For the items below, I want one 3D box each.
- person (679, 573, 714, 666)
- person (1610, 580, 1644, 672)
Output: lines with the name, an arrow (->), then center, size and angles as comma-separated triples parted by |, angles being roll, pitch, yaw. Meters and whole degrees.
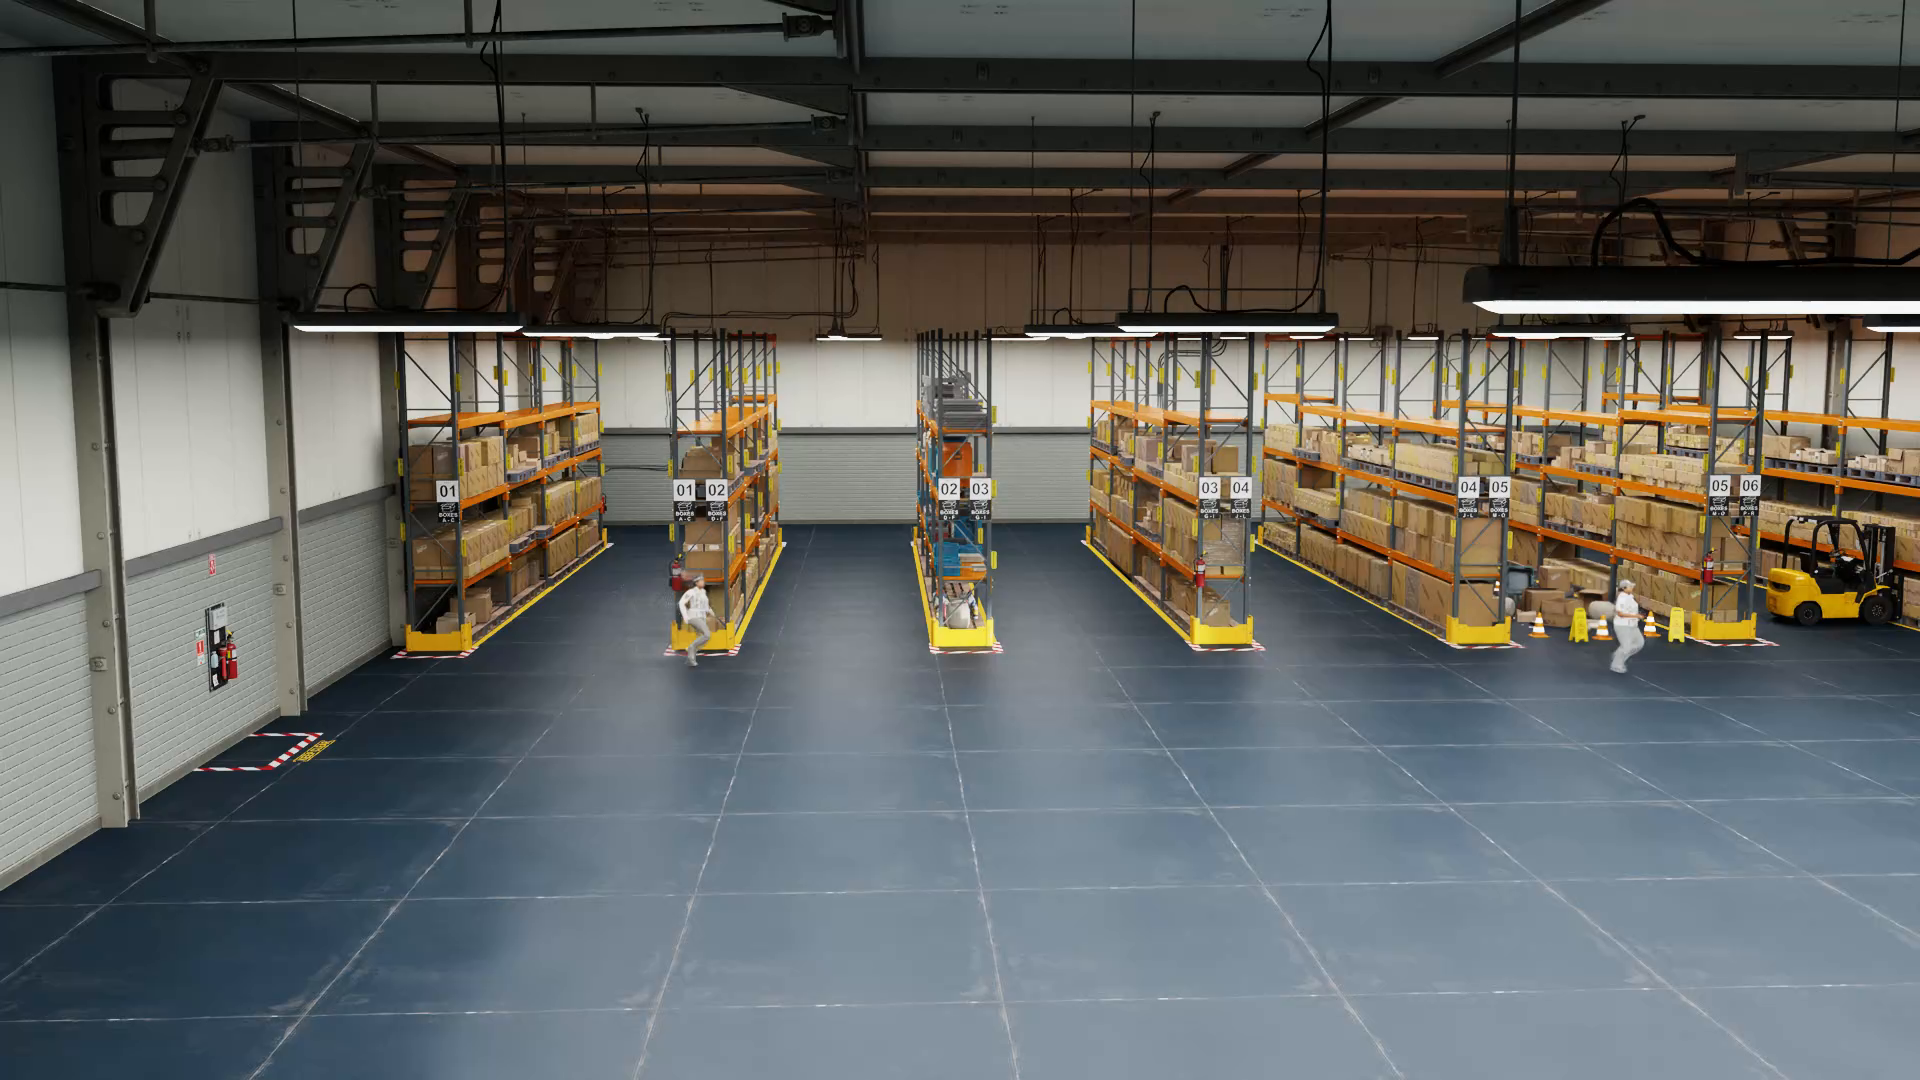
person -> -4.642, 1.411, 29.754 | 0.545, 1.640, 0.618 | 3, 7, 23
person -> 11.652, 1.509, 28.936 | 0.565, 1.620, 0.592 | 6, 9, 40
